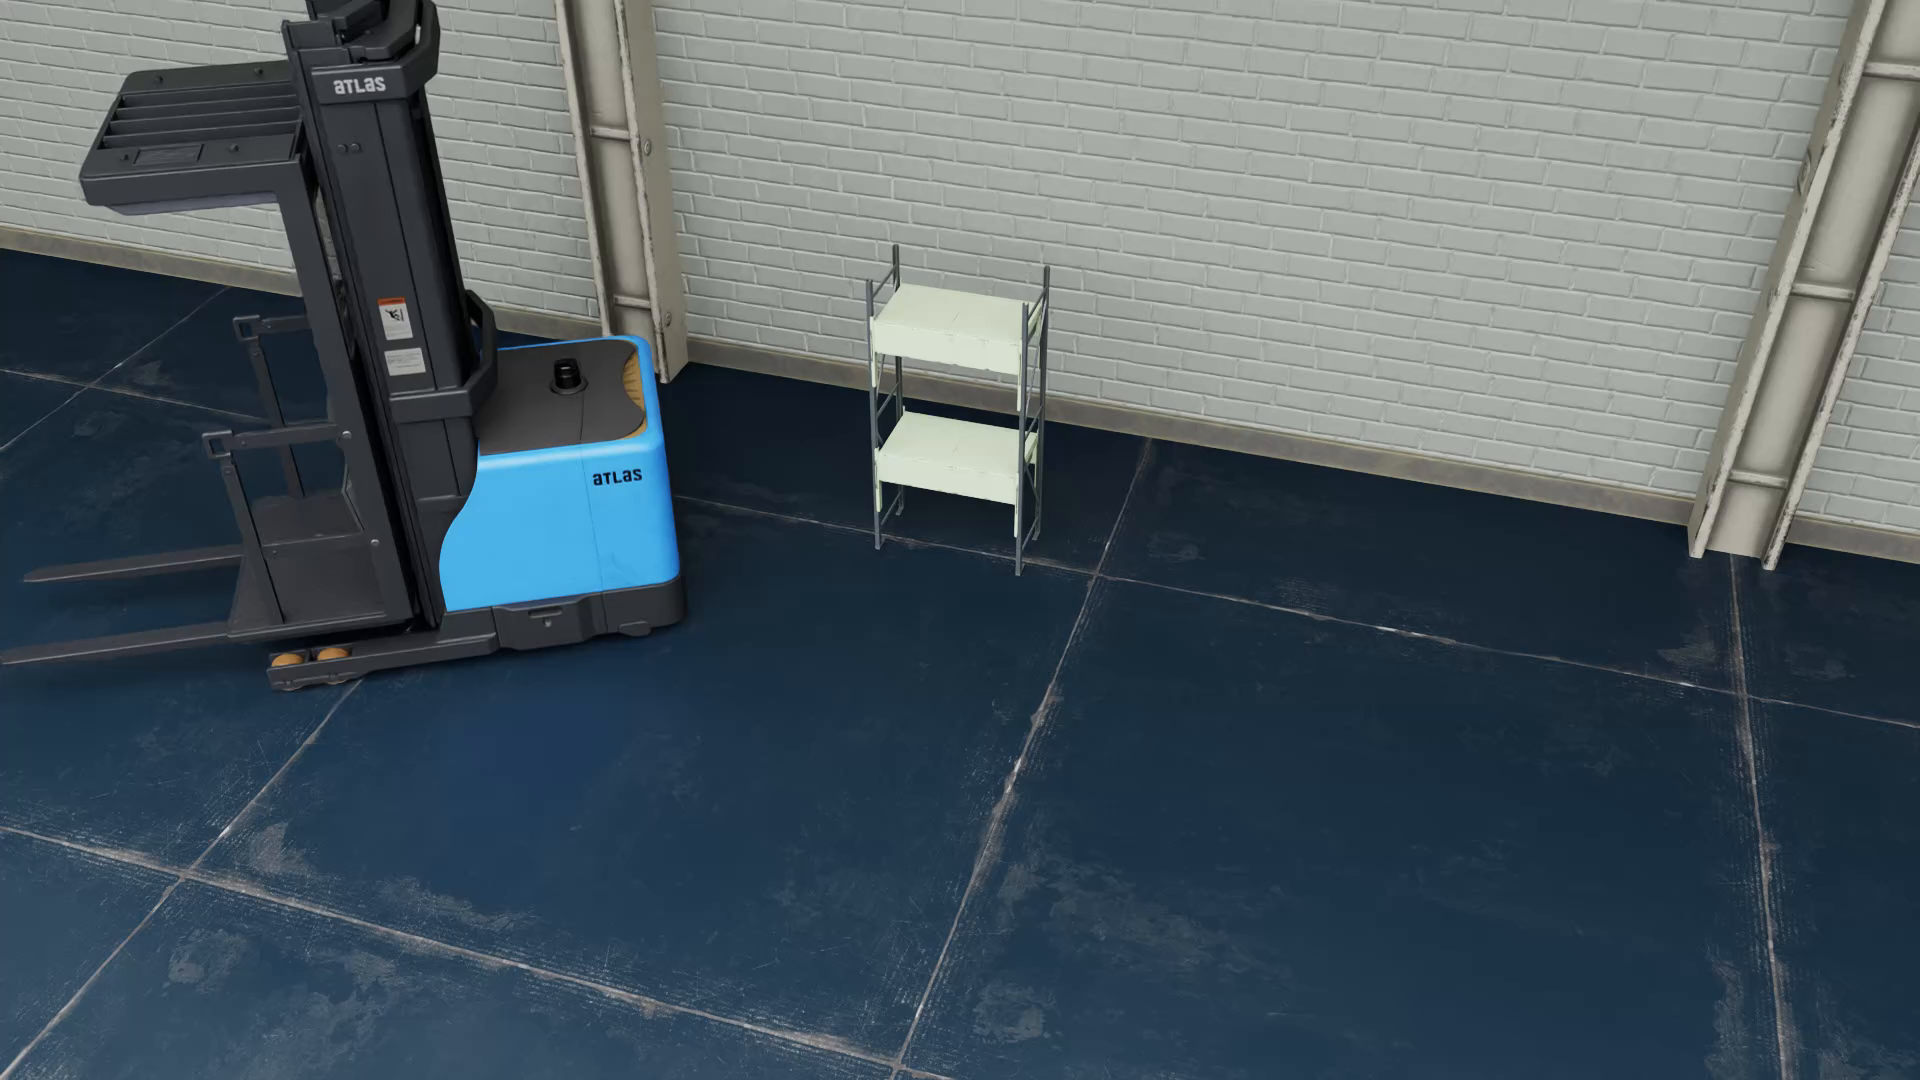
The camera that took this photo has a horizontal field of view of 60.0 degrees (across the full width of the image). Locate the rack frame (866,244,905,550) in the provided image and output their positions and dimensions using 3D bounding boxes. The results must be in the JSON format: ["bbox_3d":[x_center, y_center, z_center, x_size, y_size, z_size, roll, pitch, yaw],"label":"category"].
[{"bbox_3d":[-0.356,-0.670,8.080,0.023,1.500,0.400,10,38,14],"label":"rack frame"}]

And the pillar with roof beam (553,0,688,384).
[{"bbox_3d":[-3.122,-2.219,3.859,0.400,9.000,9.100,10,38,14],"label":"pillar with roof beam"}]

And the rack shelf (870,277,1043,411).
[{"bbox_3d":[-0.006,-0.920,7.761,0.720,0.370,0.431,10,38,14],"label":"rack shelf"}]

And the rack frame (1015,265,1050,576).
[{"bbox_3d":[0.343,-0.541,7.904,0.023,1.500,0.400,10,38,14],"label":"rack frame"}]

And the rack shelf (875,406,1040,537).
[{"bbox_3d":[-0.006,-0.343,8.185,0.720,0.370,0.431,10,38,14],"label":"rack shelf"}]

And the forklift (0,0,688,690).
[{"bbox_3d":[-2.858,-0.845,7.111,3.031,2.935,1.130,-8,37,-10],"label":"forklift"}]

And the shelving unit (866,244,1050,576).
[{"bbox_3d":[-0.006,-0.605,7.992,0.755,1.500,0.431,10,38,14],"label":"shelving unit"}]

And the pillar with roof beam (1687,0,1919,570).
[{"bbox_3d":[2.605,-1.159,2.418,0.400,9.000,9.100,10,38,14],"label":"pillar with roof beam"}]
